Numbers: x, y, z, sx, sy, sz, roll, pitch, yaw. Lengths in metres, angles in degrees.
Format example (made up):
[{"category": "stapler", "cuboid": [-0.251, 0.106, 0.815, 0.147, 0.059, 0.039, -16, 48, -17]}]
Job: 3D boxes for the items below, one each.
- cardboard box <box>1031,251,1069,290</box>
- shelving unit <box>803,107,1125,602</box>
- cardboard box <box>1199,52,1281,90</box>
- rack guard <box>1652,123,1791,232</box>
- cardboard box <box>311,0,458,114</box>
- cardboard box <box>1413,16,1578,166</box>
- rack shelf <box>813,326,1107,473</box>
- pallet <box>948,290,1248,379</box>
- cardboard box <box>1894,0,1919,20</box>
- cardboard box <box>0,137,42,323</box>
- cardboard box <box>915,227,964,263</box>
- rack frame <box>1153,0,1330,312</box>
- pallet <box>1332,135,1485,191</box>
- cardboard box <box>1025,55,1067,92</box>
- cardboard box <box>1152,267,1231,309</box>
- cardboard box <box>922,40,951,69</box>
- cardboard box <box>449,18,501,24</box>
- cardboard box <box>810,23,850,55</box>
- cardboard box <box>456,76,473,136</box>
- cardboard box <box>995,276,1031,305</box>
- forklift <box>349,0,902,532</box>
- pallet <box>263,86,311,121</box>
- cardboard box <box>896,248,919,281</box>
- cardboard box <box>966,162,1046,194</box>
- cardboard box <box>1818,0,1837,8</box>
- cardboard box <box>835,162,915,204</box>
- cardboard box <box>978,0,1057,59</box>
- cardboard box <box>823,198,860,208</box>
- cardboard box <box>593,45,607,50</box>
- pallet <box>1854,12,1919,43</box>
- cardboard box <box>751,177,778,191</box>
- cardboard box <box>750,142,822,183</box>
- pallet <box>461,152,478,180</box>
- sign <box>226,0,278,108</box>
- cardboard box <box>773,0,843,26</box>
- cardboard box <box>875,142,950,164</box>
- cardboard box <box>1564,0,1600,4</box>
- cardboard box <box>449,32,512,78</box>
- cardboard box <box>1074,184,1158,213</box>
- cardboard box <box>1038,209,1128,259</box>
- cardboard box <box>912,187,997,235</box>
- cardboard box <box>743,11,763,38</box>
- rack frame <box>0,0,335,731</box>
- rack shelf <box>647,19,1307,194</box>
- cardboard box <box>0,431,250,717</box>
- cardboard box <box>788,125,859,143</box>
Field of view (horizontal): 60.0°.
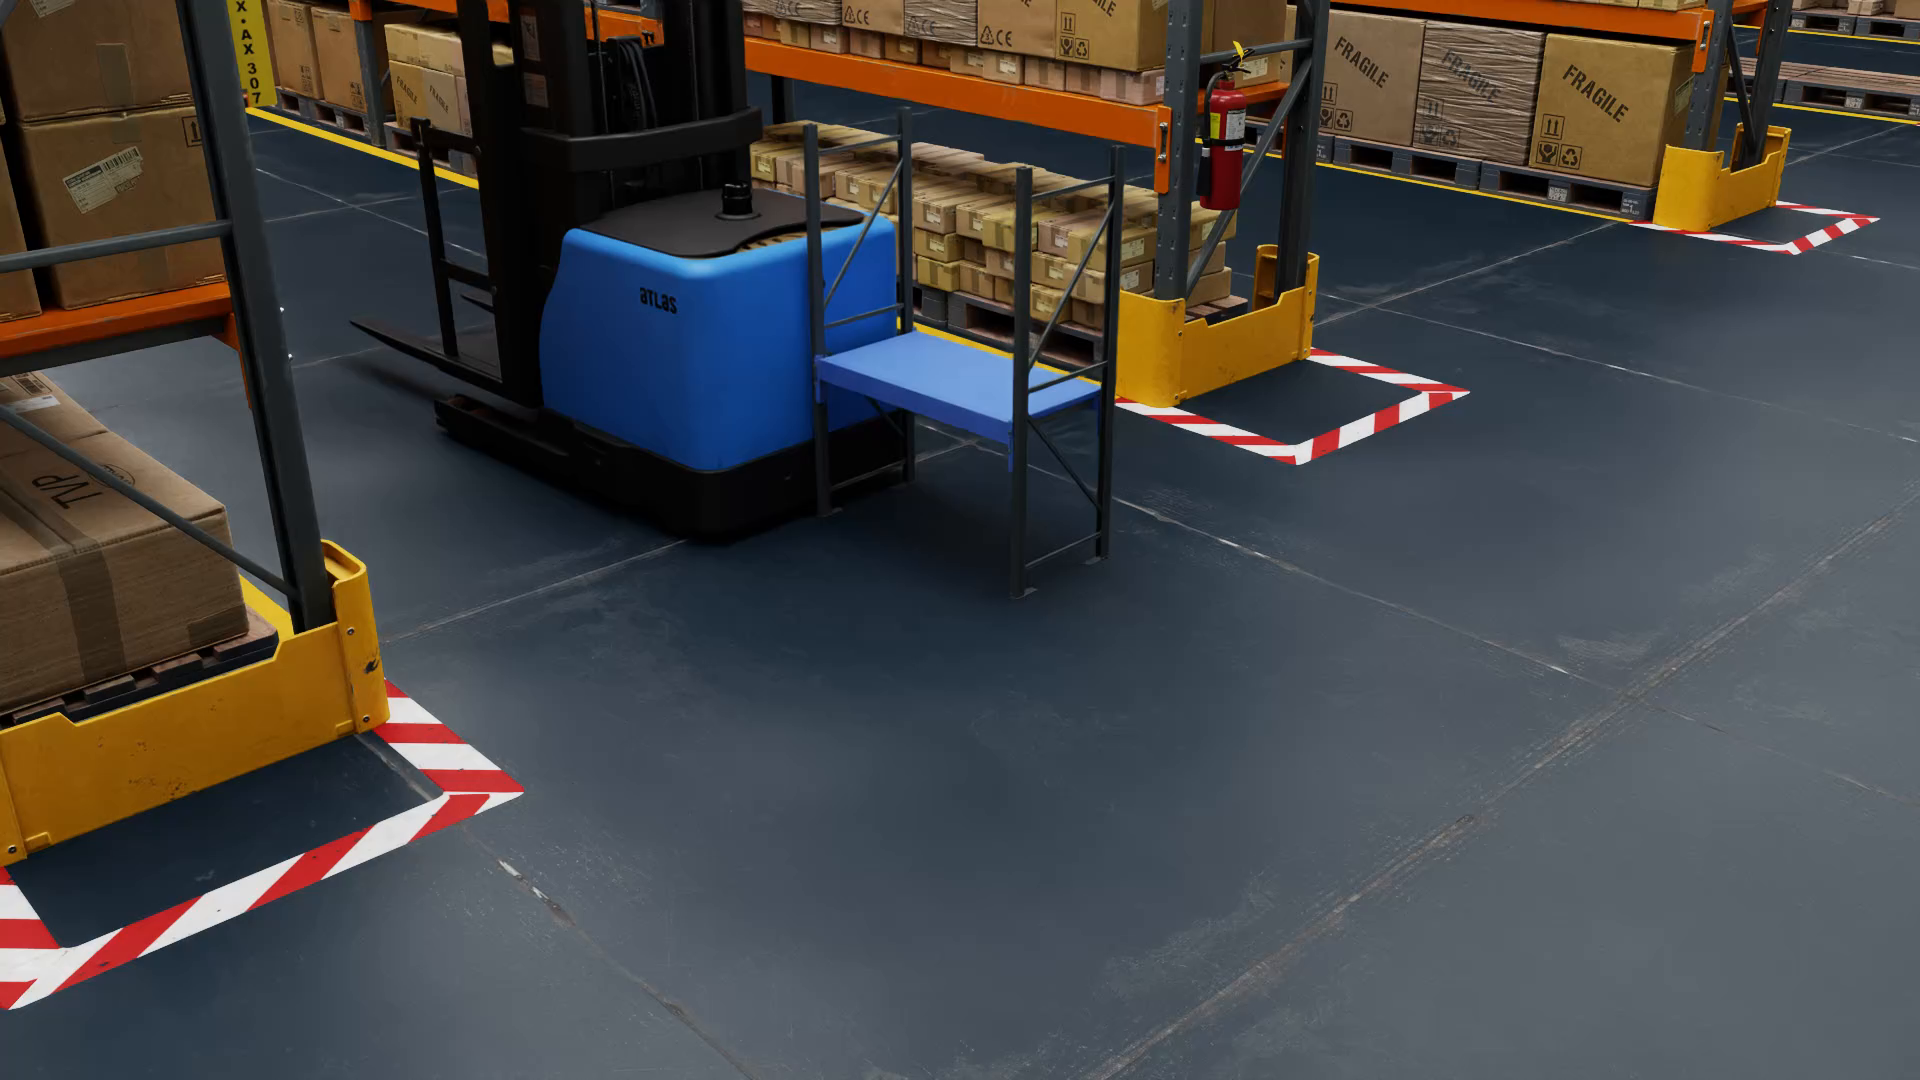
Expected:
[{"category": "cardboard box", "cuboid": [0.567, -1.350, 8.166, 0.380, 0.149, 0.250, -22, 33, -40]}, {"category": "shelving unit", "cuboid": [-0.003, -0.694, 5.964, 1.048, 1.500, 0.538, 22, 33, 40]}, {"category": "cardboard box", "cuboid": [1.293, -2.224, 7.814, 0.380, 0.149, 0.250, -22, 32, -39]}, {"category": "rack guard", "cuboid": [4.982, -2.379, 10.863, 1.175, 0.500, 0.348, -21, 32, -38]}, {"category": "cardboard box", "cuboid": [-4.543, -3.949, 13.496, 1.050, 0.750, 0.750, -22, 32, -39]}, {"category": "cardboard box", "cuboid": [3.847, -3.195, 11.694, 0.875, 0.875, 0.875, -21, 32, -38]}, {"category": "rack shelf", "cuboid": [-0.003, -0.530, 6.039, 1.000, 0.185, 0.538, 22, 33, 40]}, {"category": "pallet", "cuboid": [0.694, -1.158, 8.534, 1.003, 0.211, 1.213, -21, 32, -38]}, {"category": "cardboard box", "cuboid": [10.753, -6.041, 18.357, 0.797, 0.503, 0.637, -21, 32, -38]}, {"category": "cardboard box", "cuboid": [-2.792, -0.829, 4.333, 0.500, 0.500, 0.500, -21, 32, -38]}, {"category": "cardboard box", "cuboid": [-0.013, -1.566, 8.639, 0.380, 0.149, 0.250, -21, 32, -38]}, {"category": "rack frame", "cuboid": [1.275, -2.147, 7.343, 1.000, 3.000, 0.127, -21, 32, -38]}, {"category": "pallet", "cuboid": [3.532, -2.845, 12.231, 1.003, 0.211, 1.213, -21, 32, -38]}, {"category": "cardboard box", "cuboid": [0.521, -2.209, 7.782, 0.380, 0.149, 0.250, -22, 32, -39]}, {"category": "cardboard box", "cuboid": [1.151, -1.291, 8.395, 0.380, 0.149, 0.250, -20, 32, -37]}, {"category": "cardboard box", "cuboid": [0.030, -2.467, 8.346, 0.250, 0.149, 0.380, 22, 33, 40]}, {"category": "cardboard box", "cuboid": [-3.534, -3.833, 12.641, 0.500, 0.250, 0.500, -22, 33, -40]}, {"category": "cardboard box", "cuboid": [-0.568, -2.681, 8.816, 0.380, 0.149, 0.250, -20, 31, -36]}, {"category": "cardboard box", "cuboid": [-3.195, -3.033, 11.789, 0.500, 0.500, 0.500, -22, 33, -40]}, {"category": "cardboard box", "cuboid": [0.396, -1.295, 8.404, 0.380, 0.149, 0.250, -21, 32, -39]}, {"category": "forklift", "cuboid": [-1.642, -1.869, 6.815, 3.031, 2.935, 1.130, 22, 32, 39]}, {"category": "pallet", "cuboid": [-5.506, -3.932, 14.615, 1.003, 0.211, 1.213, -21, 32, -38]}, {"category": "cardboard box", "cuboid": [-0.174, -1.514, 8.885, 0.380, 0.149, 0.250, -20, 32, -37]}, {"category": "cardboard box", "cuboid": [0.251, -1.960, 9.145, 0.380, 0.149, 0.250, -21, 32, -38]}, {"category": "cardboard box", "cuboid": [10.061, -6.516, 19.400, 0.500, 0.500, 0.500, -21, 32, -38]}, {"category": "cardboard box", "cuboid": [-0.465, -1.966, 9.157, 0.250, 0.149, 0.380, 22, 33, 40]}, {"category": "cardboard box", "cuboid": [0.432, -2.549, 7.744, 0.500, 0.500, 0.500, -22, 32, -39]}, {"category": "cardboard box", "cuboid": [-0.534, -1.806, 9.166, 0.380, 0.149, 0.250, -22, 32, -39]}, {"category": "cardboard box", "cuboid": [-2.136, -3.214, 11.283, 0.500, 0.250, 0.500, -20, 31, -37]}, {"category": "pallet", "cuboid": [10.772, -5.698, 18.486, 1.003, 0.211, 1.213, -21, 32, -38]}, {"category": "cardboard box", "cuboid": [-1.013, -2.073, 9.751, 0.380, 0.149, 0.250, -21, 32, -39]}, {"category": "cardboard box", "cuboid": [-1.020, -2.198, 9.666, 0.380, 0.149, 0.250, -22, 32, -39]}, {"category": "pallet", "cuboid": [-2.830, -2.696, 11.905, 1.003, 0.211, 1.213, -21, 32, -38]}, {"category": "sign", "cuboid": [-1.860, -1.298, 4.343, 0.100, 0.325, 0.005, -21, 32, -38]}, {"category": "cardboard box", "cuboid": [-0.643, -3.008, 8.750, 0.500, 0.500, 0.500, -22, 33, -39]}, {"category": "cardboard box", "cuboid": [-0.273, -2.194, 9.657, 0.250, 0.149, 0.380, 22, 32, 39]}, {"category": "cardboard box", "cuboid": [4.131, -3.579, 10.784, 0.380, 0.149, 0.250, -21, 32, -38]}, {"category": "cardboard box", "cuboid": [-3.222, -3.381, 11.650, 0.500, 0.250, 0.500, -21, 32, -38]}, {"category": "cardboard box", "cuboid": [0.810, -1.729, 8.639, 0.380, 0.149, 0.250, -21, 32, -39]}, {"category": "cardboard box", "cuboid": [0.599, -1.493, 8.121, 0.380, 0.149, 0.250, -20, 32, -37]}, {"category": "cardboard box", "cuboid": [-0.026, -1.697, 8.569, 0.380, 0.149, 0.250, -20, 31, -37]}, {"category": "cardboard box", "cuboid": [-1.052, -2.943, 9.390, 0.250, 0.149, 0.380, 22, 33, 39]}, {"category": "rack frame", "cuboid": [-2.269, -0.712, 4.198, 1.000, 3.000, 0.127, -21, 32, -38]}, {"category": "rack shelf", "cuboid": [-0.092, -2.426, 8.821, 1.077, 0.370, 4.000, -21, 32, -38]}, {"category": "cardboard box", "cuboid": [-2.793, 0.091, 5.018, 0.875, 0.438, 0.875, 22, 33, 40]}, {"category": "cardboard box", "cuboid": [-0.822, -2.424, 10.161, 0.380, 0.149, 0.250, -21, 32, -38]}]
